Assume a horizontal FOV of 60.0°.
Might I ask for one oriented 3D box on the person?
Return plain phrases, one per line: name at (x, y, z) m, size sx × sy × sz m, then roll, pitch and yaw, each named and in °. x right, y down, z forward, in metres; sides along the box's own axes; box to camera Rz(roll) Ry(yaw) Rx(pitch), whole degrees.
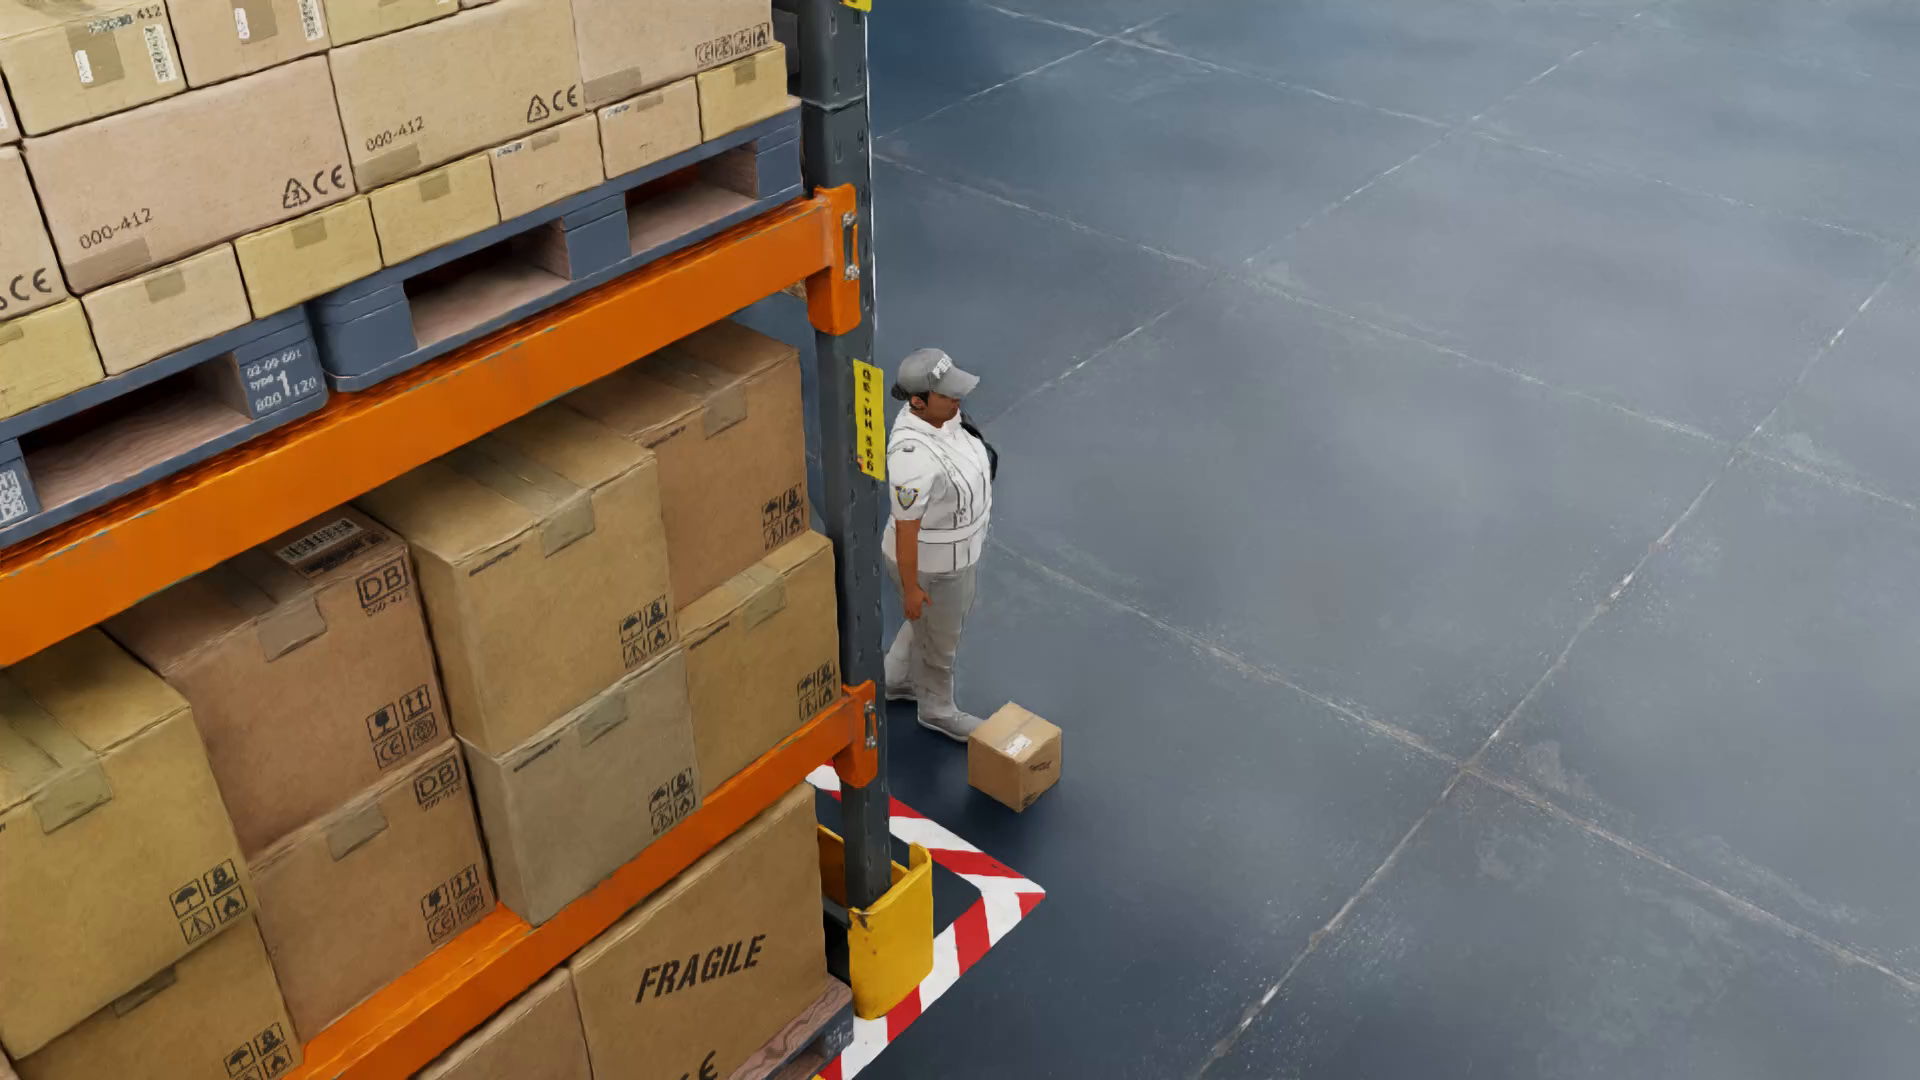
person at (-0.107, 0.022, 6.089) m, size 0.487 × 1.667 × 0.554 m, roll 8°, pitch 36°, yaw 11°
